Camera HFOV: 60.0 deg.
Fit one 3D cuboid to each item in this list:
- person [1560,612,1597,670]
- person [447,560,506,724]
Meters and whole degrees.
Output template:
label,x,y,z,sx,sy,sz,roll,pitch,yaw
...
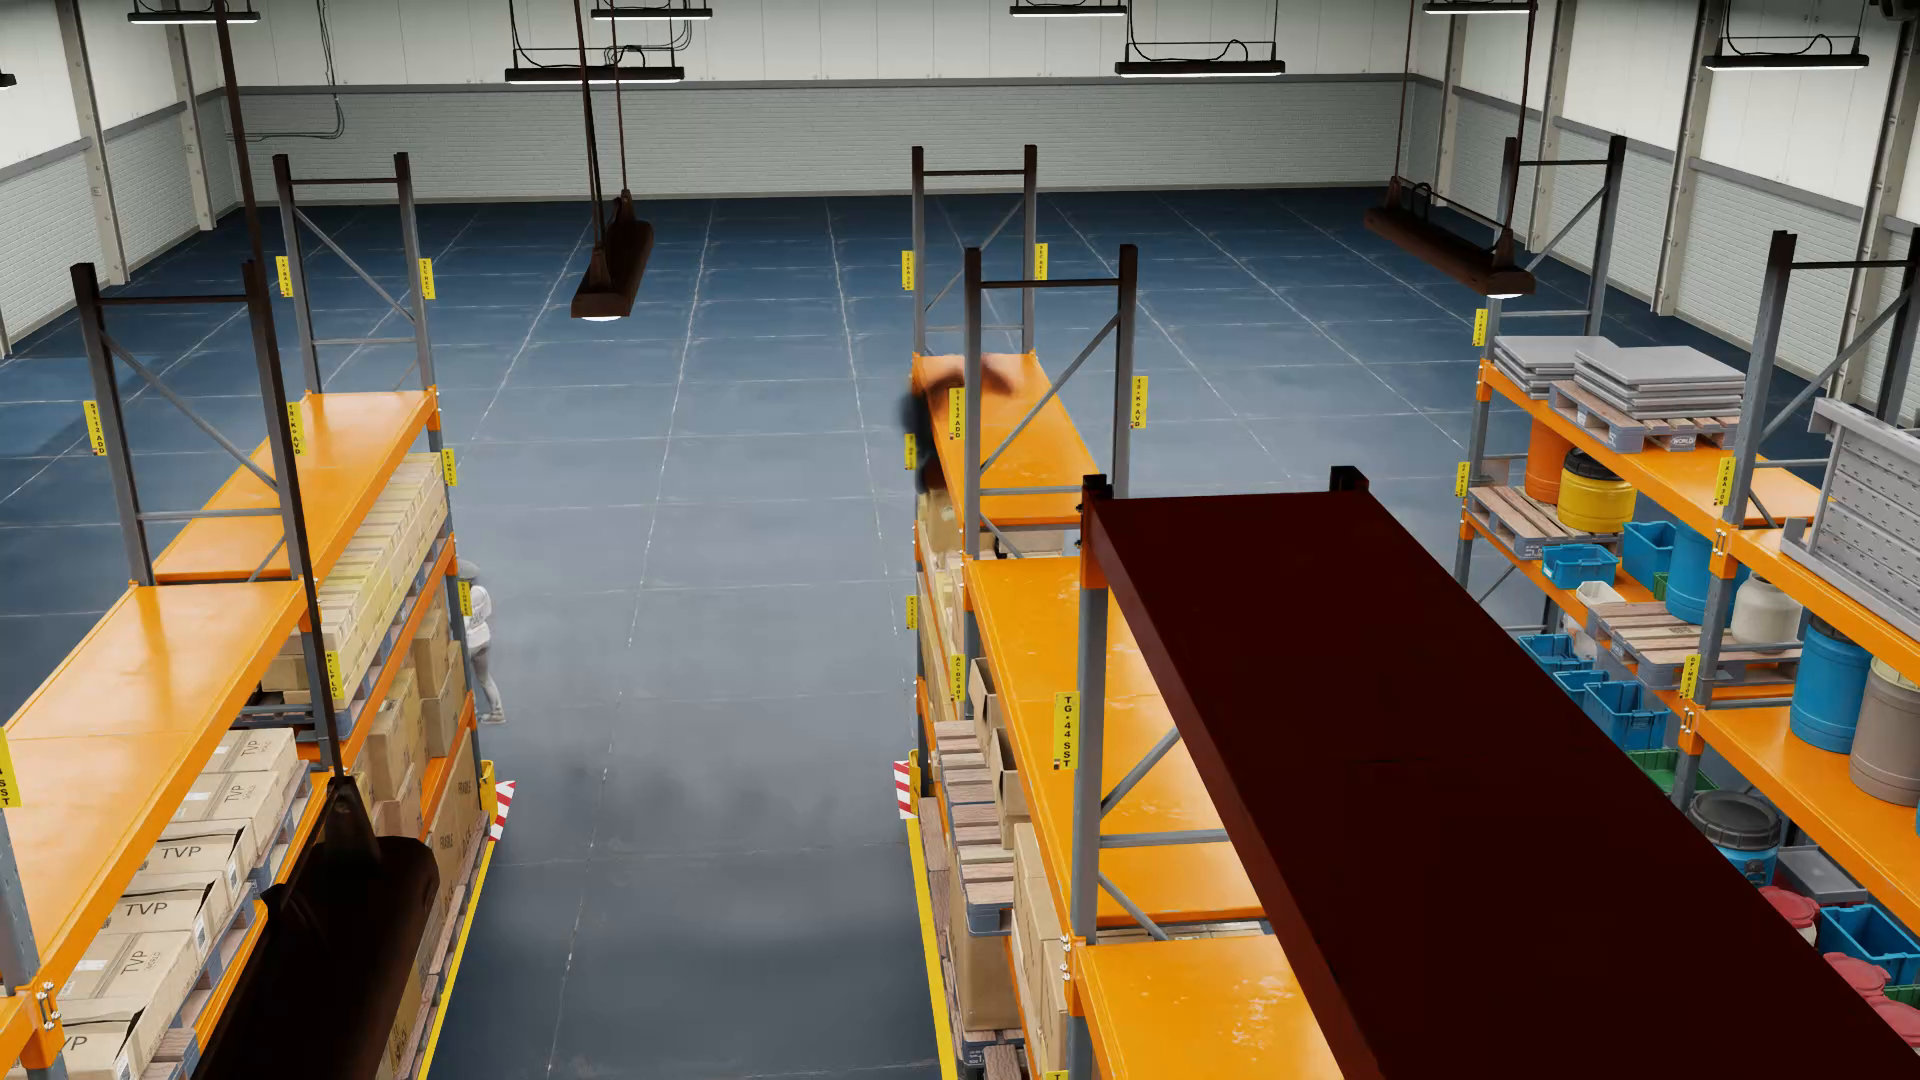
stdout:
label,x,y,z,sx,sy,sz,roll,pitch,yaw
person,6.132,1.125,16.583,0.624,1.637,0.637,-9,23,-21
person,-4.735,1.031,16.096,0.590,1.733,0.629,9,23,21
